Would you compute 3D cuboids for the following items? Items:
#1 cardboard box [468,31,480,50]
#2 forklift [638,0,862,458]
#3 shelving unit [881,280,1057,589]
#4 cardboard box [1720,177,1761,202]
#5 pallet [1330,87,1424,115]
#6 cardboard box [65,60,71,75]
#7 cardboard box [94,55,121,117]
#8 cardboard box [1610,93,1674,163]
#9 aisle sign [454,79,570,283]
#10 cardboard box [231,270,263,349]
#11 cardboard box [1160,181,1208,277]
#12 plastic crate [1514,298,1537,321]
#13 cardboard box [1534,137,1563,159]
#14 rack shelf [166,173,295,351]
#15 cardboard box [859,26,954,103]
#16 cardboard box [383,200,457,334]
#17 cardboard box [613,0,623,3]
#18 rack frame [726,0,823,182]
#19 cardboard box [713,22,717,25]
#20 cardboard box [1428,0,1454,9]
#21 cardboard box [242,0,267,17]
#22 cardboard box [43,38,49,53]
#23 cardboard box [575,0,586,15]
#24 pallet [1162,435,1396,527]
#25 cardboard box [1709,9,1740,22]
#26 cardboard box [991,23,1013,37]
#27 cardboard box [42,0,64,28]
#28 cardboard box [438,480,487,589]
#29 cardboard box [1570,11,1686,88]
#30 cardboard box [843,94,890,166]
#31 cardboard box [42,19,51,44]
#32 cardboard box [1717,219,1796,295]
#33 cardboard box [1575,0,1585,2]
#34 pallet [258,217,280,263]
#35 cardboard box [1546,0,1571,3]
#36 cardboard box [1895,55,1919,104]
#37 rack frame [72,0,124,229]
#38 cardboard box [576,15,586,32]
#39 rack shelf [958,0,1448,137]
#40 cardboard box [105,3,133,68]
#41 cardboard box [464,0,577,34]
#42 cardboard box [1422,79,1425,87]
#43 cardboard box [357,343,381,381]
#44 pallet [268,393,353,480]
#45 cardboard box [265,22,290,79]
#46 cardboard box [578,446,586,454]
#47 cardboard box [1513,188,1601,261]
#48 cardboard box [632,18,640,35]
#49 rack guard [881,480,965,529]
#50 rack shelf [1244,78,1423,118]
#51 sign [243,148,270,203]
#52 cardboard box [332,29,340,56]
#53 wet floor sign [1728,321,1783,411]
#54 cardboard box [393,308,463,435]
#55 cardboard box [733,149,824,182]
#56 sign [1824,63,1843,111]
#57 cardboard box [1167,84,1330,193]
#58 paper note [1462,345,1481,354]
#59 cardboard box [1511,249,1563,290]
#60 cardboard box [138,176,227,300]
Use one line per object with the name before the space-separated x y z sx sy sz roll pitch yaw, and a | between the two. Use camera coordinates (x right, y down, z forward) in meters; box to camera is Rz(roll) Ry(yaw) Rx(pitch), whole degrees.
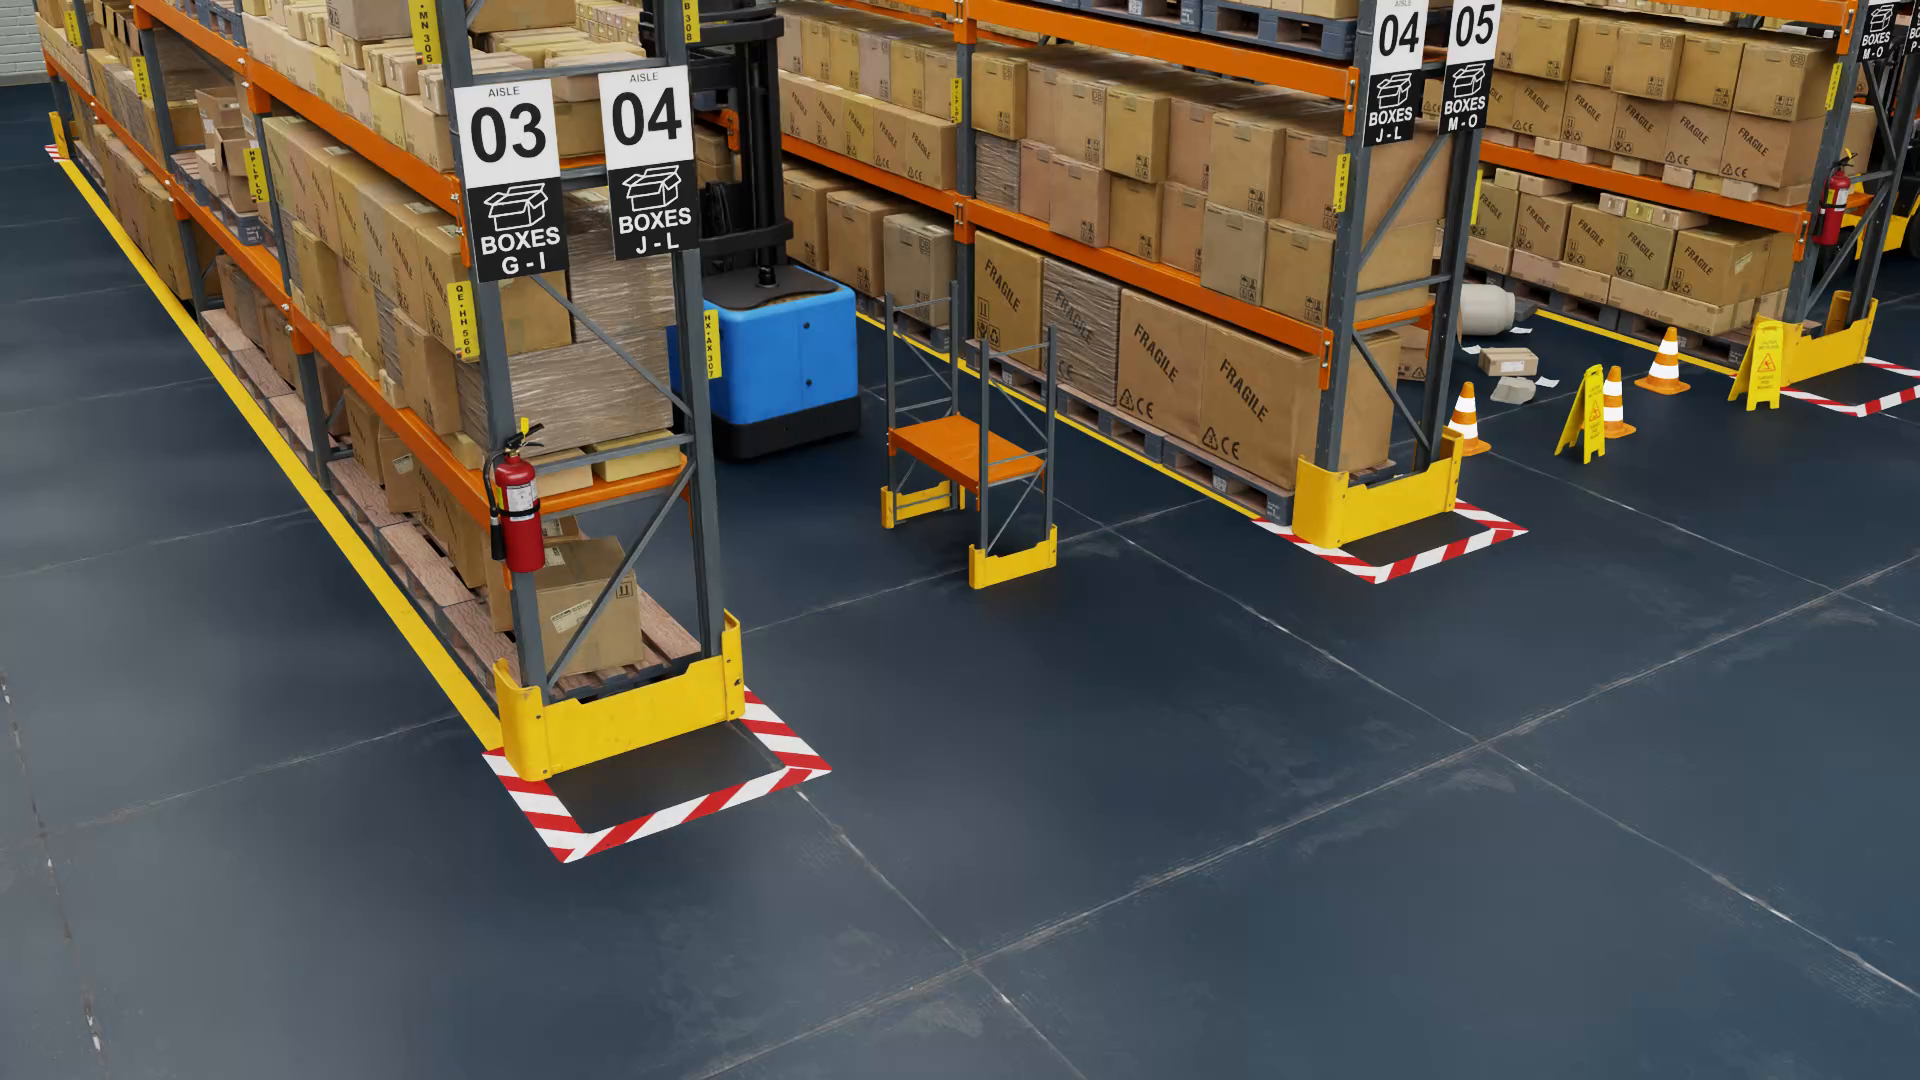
cardboard box | -2.240 -2.471 8.165 0.380 0.149 0.250 -17 30 -32
forklift | -1.989 -2.445 11.996 1.130 2.935 3.031 -18 31 -33
shelving unit | 0.042 -0.651 9.872 0.587 1.500 1.083 -16 29 -30
cardboard box | 6.087 -2.721 12.794 0.380 0.149 0.250 -16 30 -30
pallet | 4.222 -4.337 16.148 1.003 0.211 1.213 -16 29 -30
cardboard box | -9.295 -5.047 17.722 0.380 0.149 0.250 -16 30 -30
cardboard box | -7.836 -4.311 15.752 0.500 0.500 0.500 -15 29 -29
cardboard box | 5.634 -3.355 13.379 0.500 0.500 0.500 -16 29 -30
aisle sign | -1.819 -1.460 6.784 0.394 0.787 0.004 -16 29 -30
cardboard box | -5.273 -1.876 13.123 0.700 0.500 0.500 -18 31 -34
cardboard box | 1.849 -2.107 11.025 0.875 0.550 0.550 -16 29 -30
plastic crate | 4.688 -2.044 14.485 0.583 0.080 0.402 18 31 33
cardboard box | 5.111 -3.356 14.139 0.380 0.149 0.250 -15 29 -29
rack shelf | -4.877 -2.197 12.233 1.077 0.370 4.000 -16 29 -30
cardboard box | -0.409 -3.965 13.846 0.700 0.500 0.500 -15 29 -29
cardboard box | -2.387 -1.325 7.906 0.500 0.500 0.500 -16 29 -30
cardboard box | -4.001 -6.204 19.412 0.500 0.500 0.500 -16 30 -30
rack frame | -1.758 -4.358 15.967 1.000 3.000 0.127 -16 29 -30
cardboard box | -2.271 -5.192 16.841 0.380 0.149 0.250 -17 30 -32
cardboard box | 2.690 -3.171 9.626 0.380 0.149 0.250 -15 29 -29
cardboard box | -3.866 -3.088 9.472 0.380 0.149 0.250 -16 30 -31
cardboard box | -10.278 -5.690 19.084 0.380 0.149 0.250 -16 30 -30
cardboard box | -4.112 -5.885 18.309 0.380 0.149 0.250 -14 29 -27
pallet | 2.107 -0.503 11.068 1.003 0.211 1.213 -16 29 -30
cardboard box | 8.302 -5.684 17.899 0.380 0.149 0.250 -14 29 -28
cardboard box | 0.720 -6.319 20.299 0.500 0.250 0.500 -16 30 -30
cardboard box | -9.740 -5.908 18.199 0.500 0.500 0.500 -16 30 -31
cardboard box | -2.610 -0.097 9.379 0.500 0.500 0.500 -13 28 -25
cardboard box | 5.449 -4.002 13.576 0.700 0.500 0.500 -16 29 -30
cardboard box | -0.635 -3.458 13.944 0.500 0.500 0.500 -15 29 -29
cardboard box | -10.011 -5.747 18.737 0.500 0.250 0.500 -16 30 -30
cardboard box | 6.479 -2.333 13.528 0.500 0.500 0.500 -17 30 -31
cardboard box | 7.354 -6.332 19.271 0.380 0.149 0.250 -16 29 -30
pallet | -4.081 -2.028 11.256 1.003 0.211 1.213 -16 29 -30
cardboard box | 7.071 -6.277 19.623 0.500 0.250 0.500 -16 30 -31
cardboard box | 9.530 -4.552 16.262 0.500 0.500 0.500 -15 29 -29
rack frame | -8.153 -4.668 16.626 1.000 3.000 0.127 -16 29 -30
cardboard box | -3.969 -5.659 18.177 0.380 0.149 0.250 -16 30 -31
rack shelf | 1.517 -3.243 10.934 1.077 0.370 4.000 -16 29 -30
cardboard box | -7.432 -4.693 15.384 0.797 0.503 0.637 -15 29 -29
cardboard box | -2.186 -2.733 7.960 0.500 0.500 0.500 -16 29 -30
cardboard box | 4.481 -4.464 15.995 0.380 0.149 0.250 -15 29 -29
cardboard box | -3.090 -1.013 9.177 0.380 0.149 0.250 -16 29 -30
pallet | -4.212 -0.824 11.749 1.003 0.211 1.213 -16 29 -30
cardboard box | -3.461 -2.687 9.090 0.500 0.250 0.500 -16 30 -30
cardboard box | -1.678 -0.514 8.120 0.380 0.149 0.250 -16 29 -30
cardboard box | 5.197 -2.754 14.420 0.500 0.500 0.500 -14 29 -27
cardboard box | -3.114 -5.234 16.930 0.380 0.149 0.250 -14 29 -27
rack guard | -0.230 -0.264 10.516 0.587 0.250 0.087 -16 29 -30
rack shelf | 3.426 -4.507 17.125 1.077 0.370 4.000 -16 29 -30
sign | -4.249 -2.200 10.040 0.100 0.325 0.005 -16 29 -30
cardboard box | -2.830 -2.448 8.116 0.380 0.149 0.250 -17 30 -32
wet floor sign | 5.908 -1.304 12.256 0.267 0.644 0.232 -6 26 -12
cardboard box | -2.253 -0.910 8.199 0.875 0.500 0.500 -16 29 -30
cardboard box | -1.501 -3.291 15.852 1.050 0.750 0.750 -16 30 -30
sign | 6.225 -3.230 11.852 0.100 0.325 0.005 -16 29 -30
cardboard box | 1.870 -2.601 10.806 0.875 0.550 0.550 -16 29 -30
paper note | 4.179 -1.551 13.513 0.148 0.019 0.142 -6 26 -12
cardboard box | 5.206 -2.412 14.574 0.500 0.250 0.500 -16 30 -30
cardboard box | -6.328 -2.719 14.492 1.225 0.875 0.875 -17 30 -32
